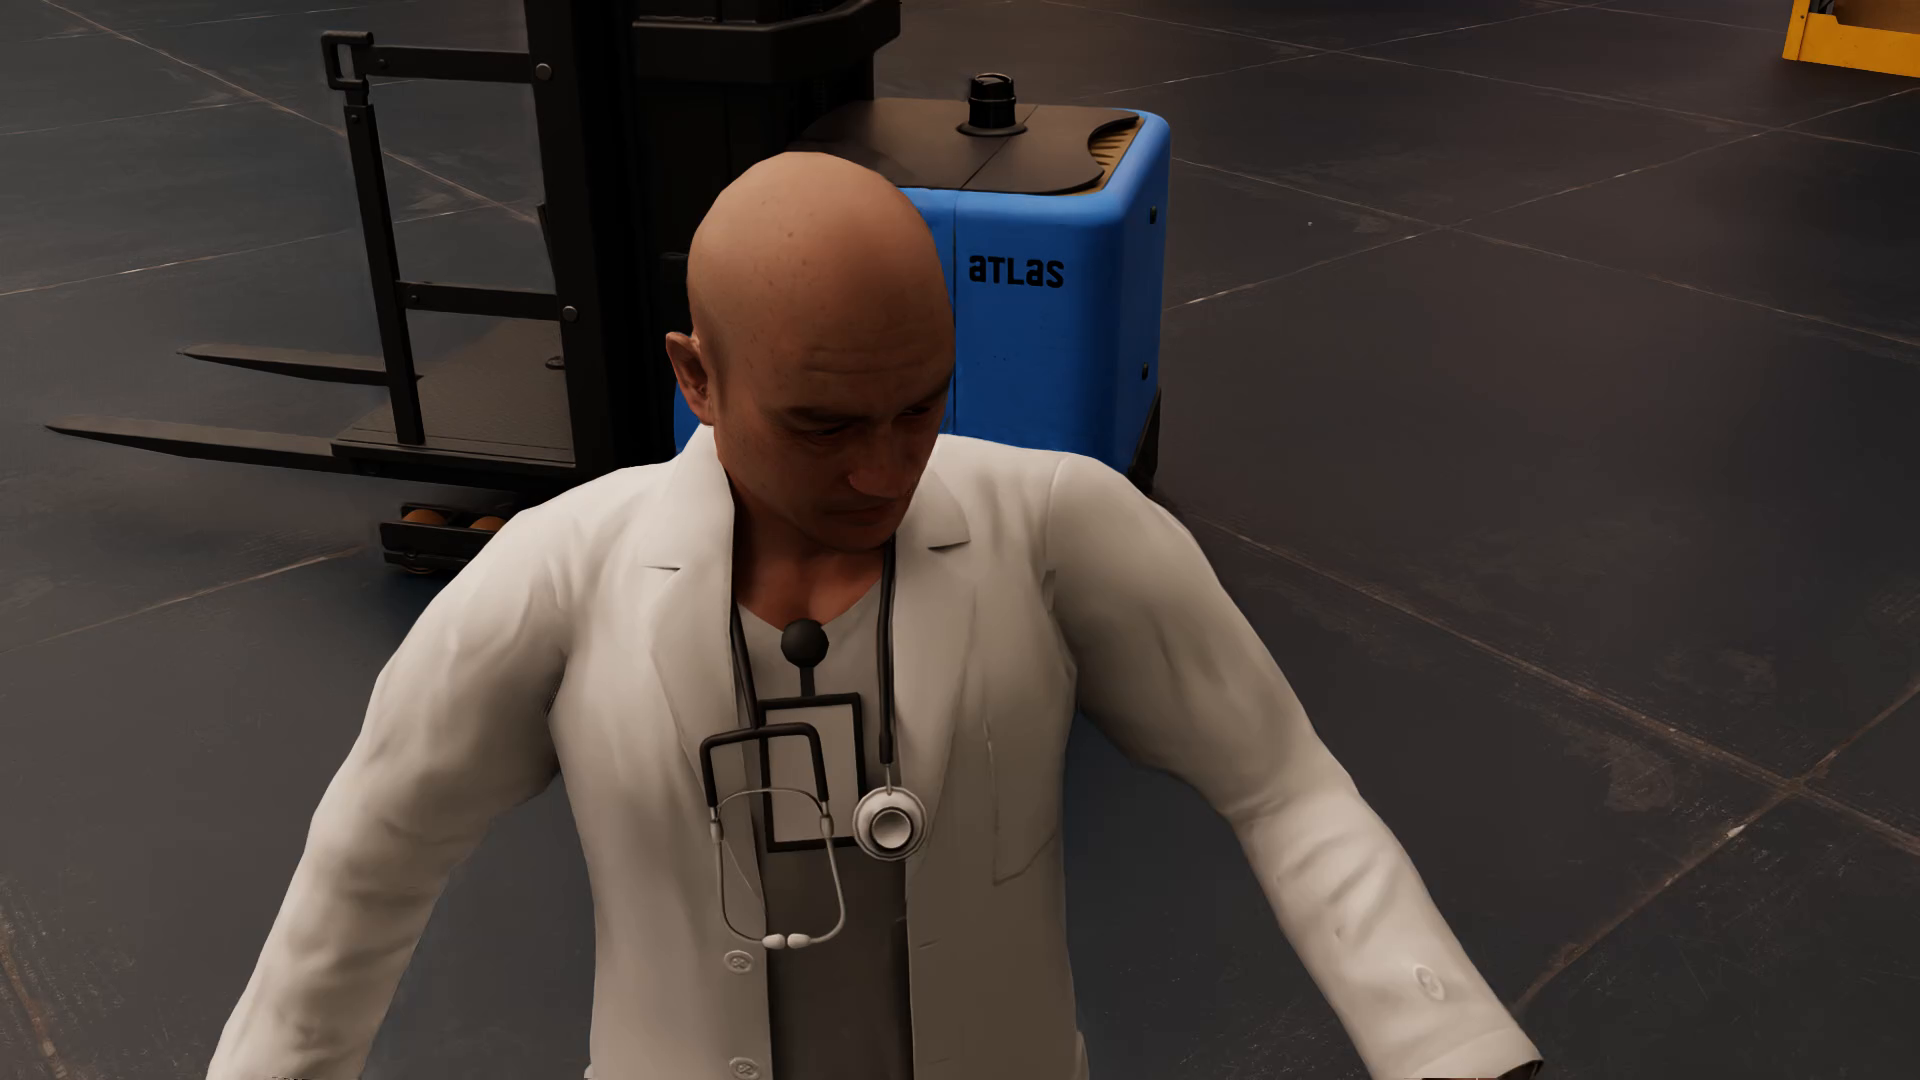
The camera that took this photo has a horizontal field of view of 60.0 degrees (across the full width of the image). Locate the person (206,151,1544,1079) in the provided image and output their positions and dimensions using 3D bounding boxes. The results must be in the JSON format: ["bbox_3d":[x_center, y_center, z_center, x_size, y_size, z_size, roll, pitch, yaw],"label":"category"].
[{"bbox_3d":[-0.124,0.594,1.378,1.049,1.782,0.760,-3,27,-6],"label":"person"}]

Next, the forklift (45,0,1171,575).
[{"bbox_3d":[-1.010,-1.424,4.074,3.031,2.935,1.130,6,27,12],"label":"forklift"}]
